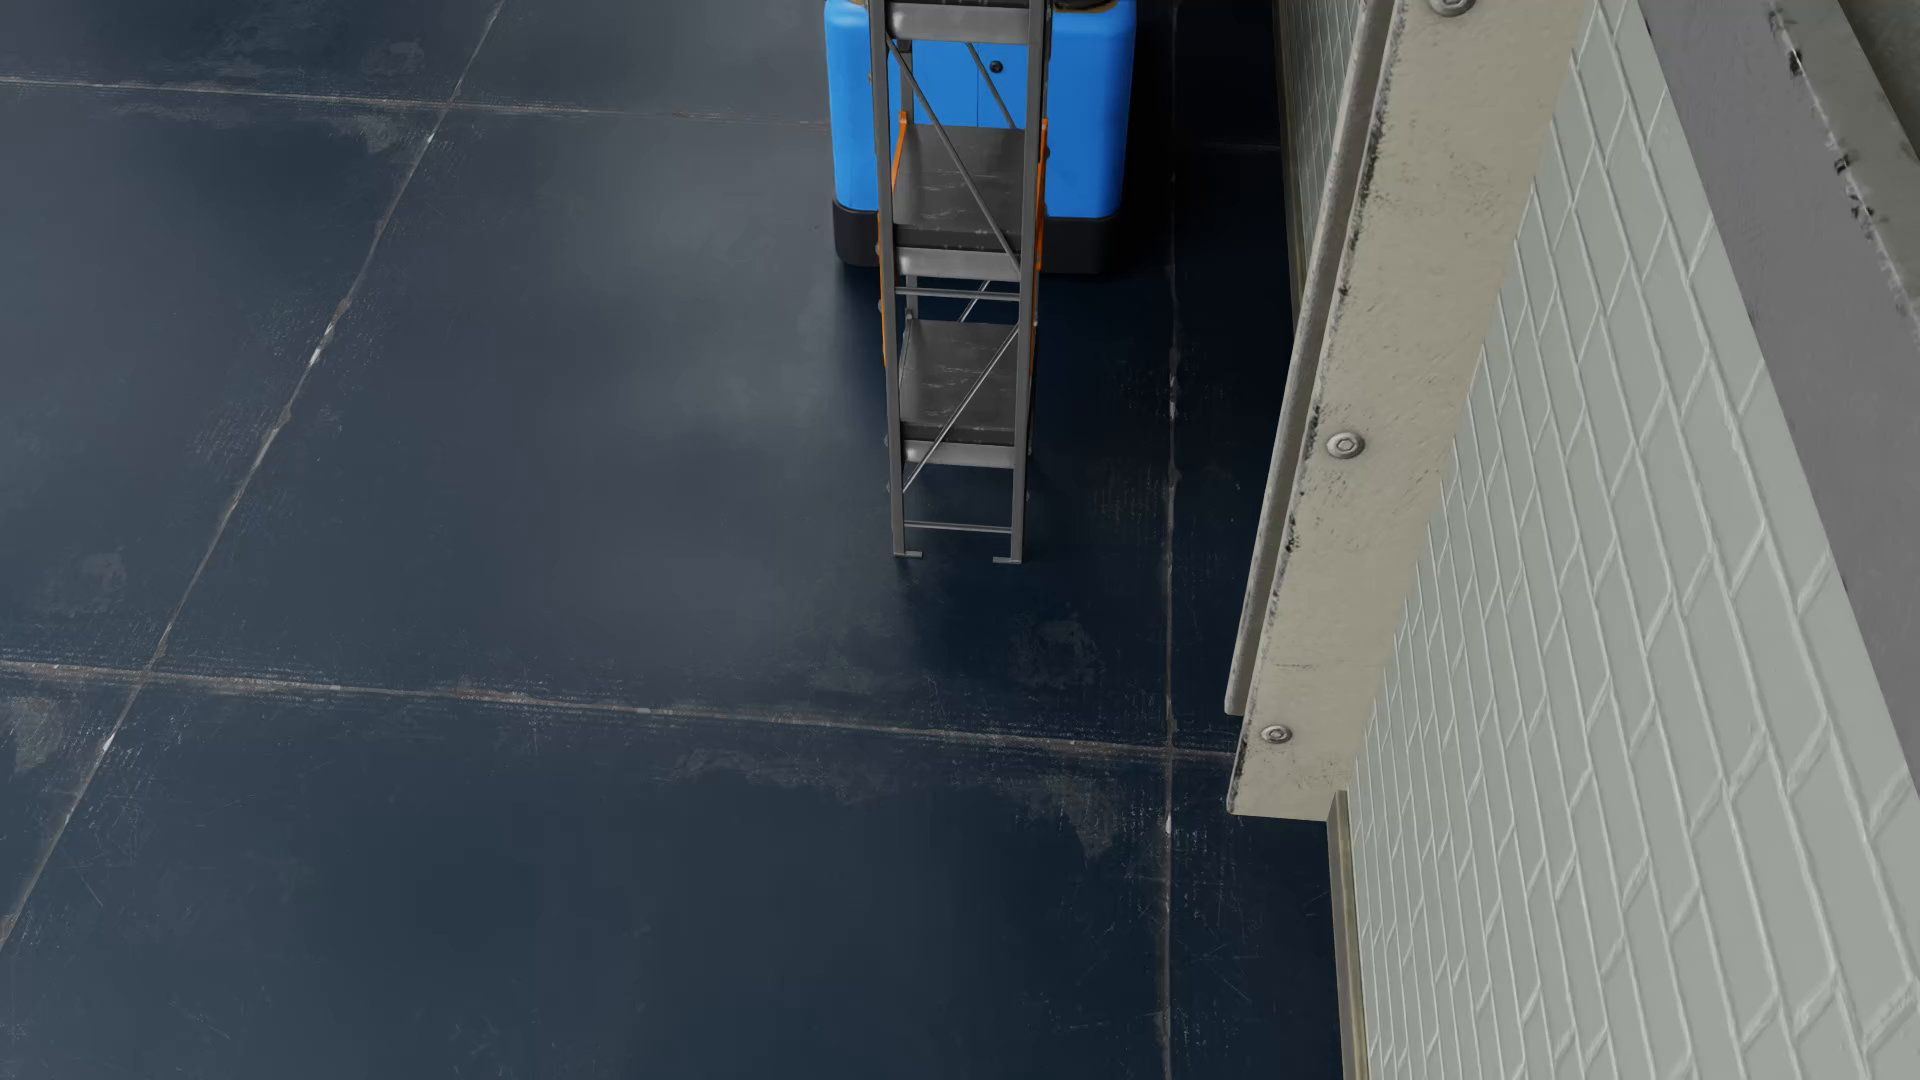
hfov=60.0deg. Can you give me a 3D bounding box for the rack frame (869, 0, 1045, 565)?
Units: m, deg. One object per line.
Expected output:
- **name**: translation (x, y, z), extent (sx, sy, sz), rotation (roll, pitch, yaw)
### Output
- **rack frame**: translation (-0.007, -0.651, 4.422), extent (0.400, 2.100, 0.015), rotation (4, 48, 4)

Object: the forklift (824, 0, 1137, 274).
- **forklift**: translation (0.144, -3.037, 6.041), extent (1.130, 2.935, 3.031), rotation (2, 48, 2)

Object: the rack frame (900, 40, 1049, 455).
- **rack frame**: translation (0.037, -1.010, 4.750), extent (0.400, 2.100, 0.015), rotation (4, 48, 4)

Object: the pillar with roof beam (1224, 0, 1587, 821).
- **pillar with roof beam**: translation (-3.383, -2.712, 1.632), extent (9.100, 9.000, 0.400), rotation (4, 48, 4)

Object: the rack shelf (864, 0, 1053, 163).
- **rack shelf**: translation (0.015, -1.294, 4.080), extent (0.431, 0.518, 0.480), rotation (4, 48, 4)

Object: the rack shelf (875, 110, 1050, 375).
- **rack shelf**: translation (0.015, -0.821, 4.597), extent (0.431, 0.518, 0.480), rotation (4, 48, 4)

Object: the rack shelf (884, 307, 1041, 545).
- **rack shelf**: translation (0.015, -0.349, 5.113), extent (0.431, 0.518, 0.480), rotation (4, 48, 4)

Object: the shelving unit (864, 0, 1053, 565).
- **shelving unit**: translation (0.015, -0.830, 4.586), extent (0.431, 2.100, 0.503), rotation (4, 48, 4)
